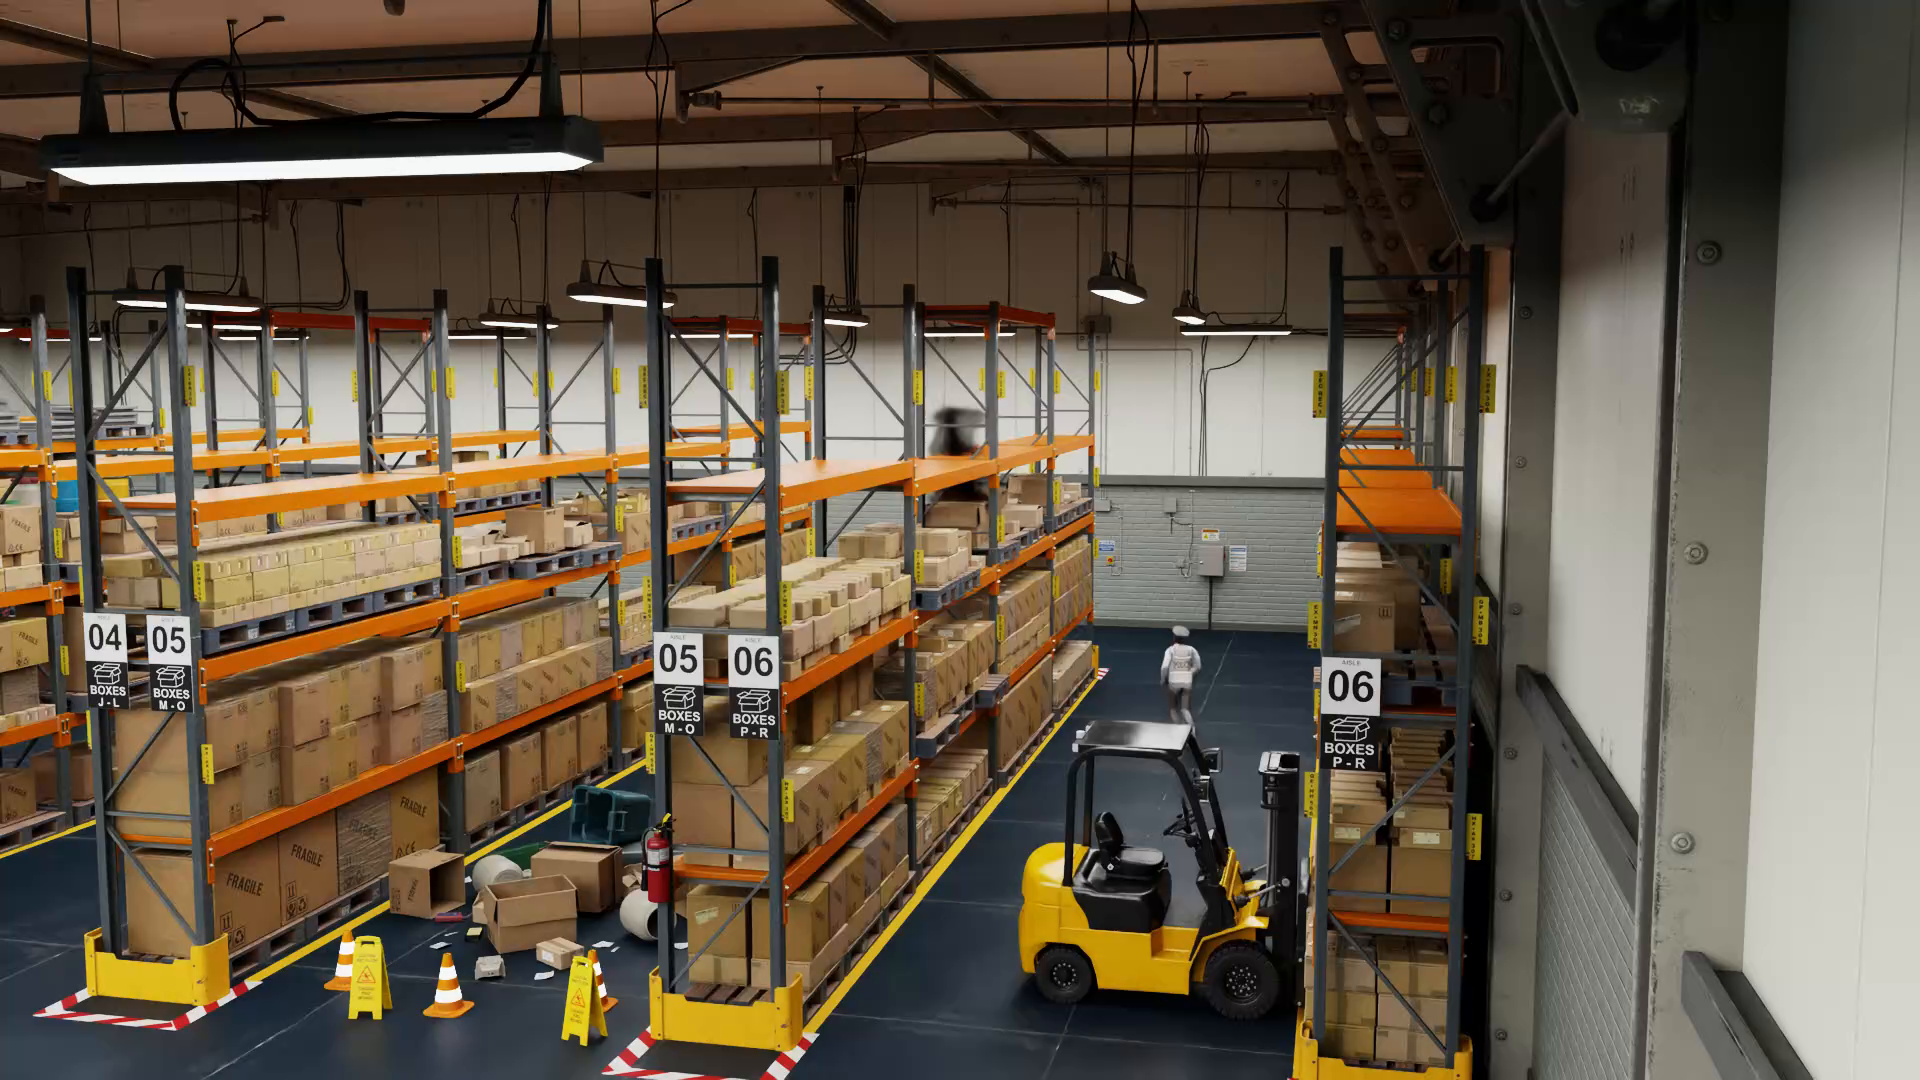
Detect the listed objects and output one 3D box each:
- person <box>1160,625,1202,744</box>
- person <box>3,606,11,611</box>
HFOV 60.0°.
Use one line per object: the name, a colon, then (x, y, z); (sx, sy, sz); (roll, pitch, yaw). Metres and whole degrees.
person: (3.079, 2.034, 23.019); (0.613, 1.641, 0.725); (-1, 6, -7)
person: (-19.957, 0.834, 35.122); (0.644, 1.596, 0.671); (5, 7, 39)
